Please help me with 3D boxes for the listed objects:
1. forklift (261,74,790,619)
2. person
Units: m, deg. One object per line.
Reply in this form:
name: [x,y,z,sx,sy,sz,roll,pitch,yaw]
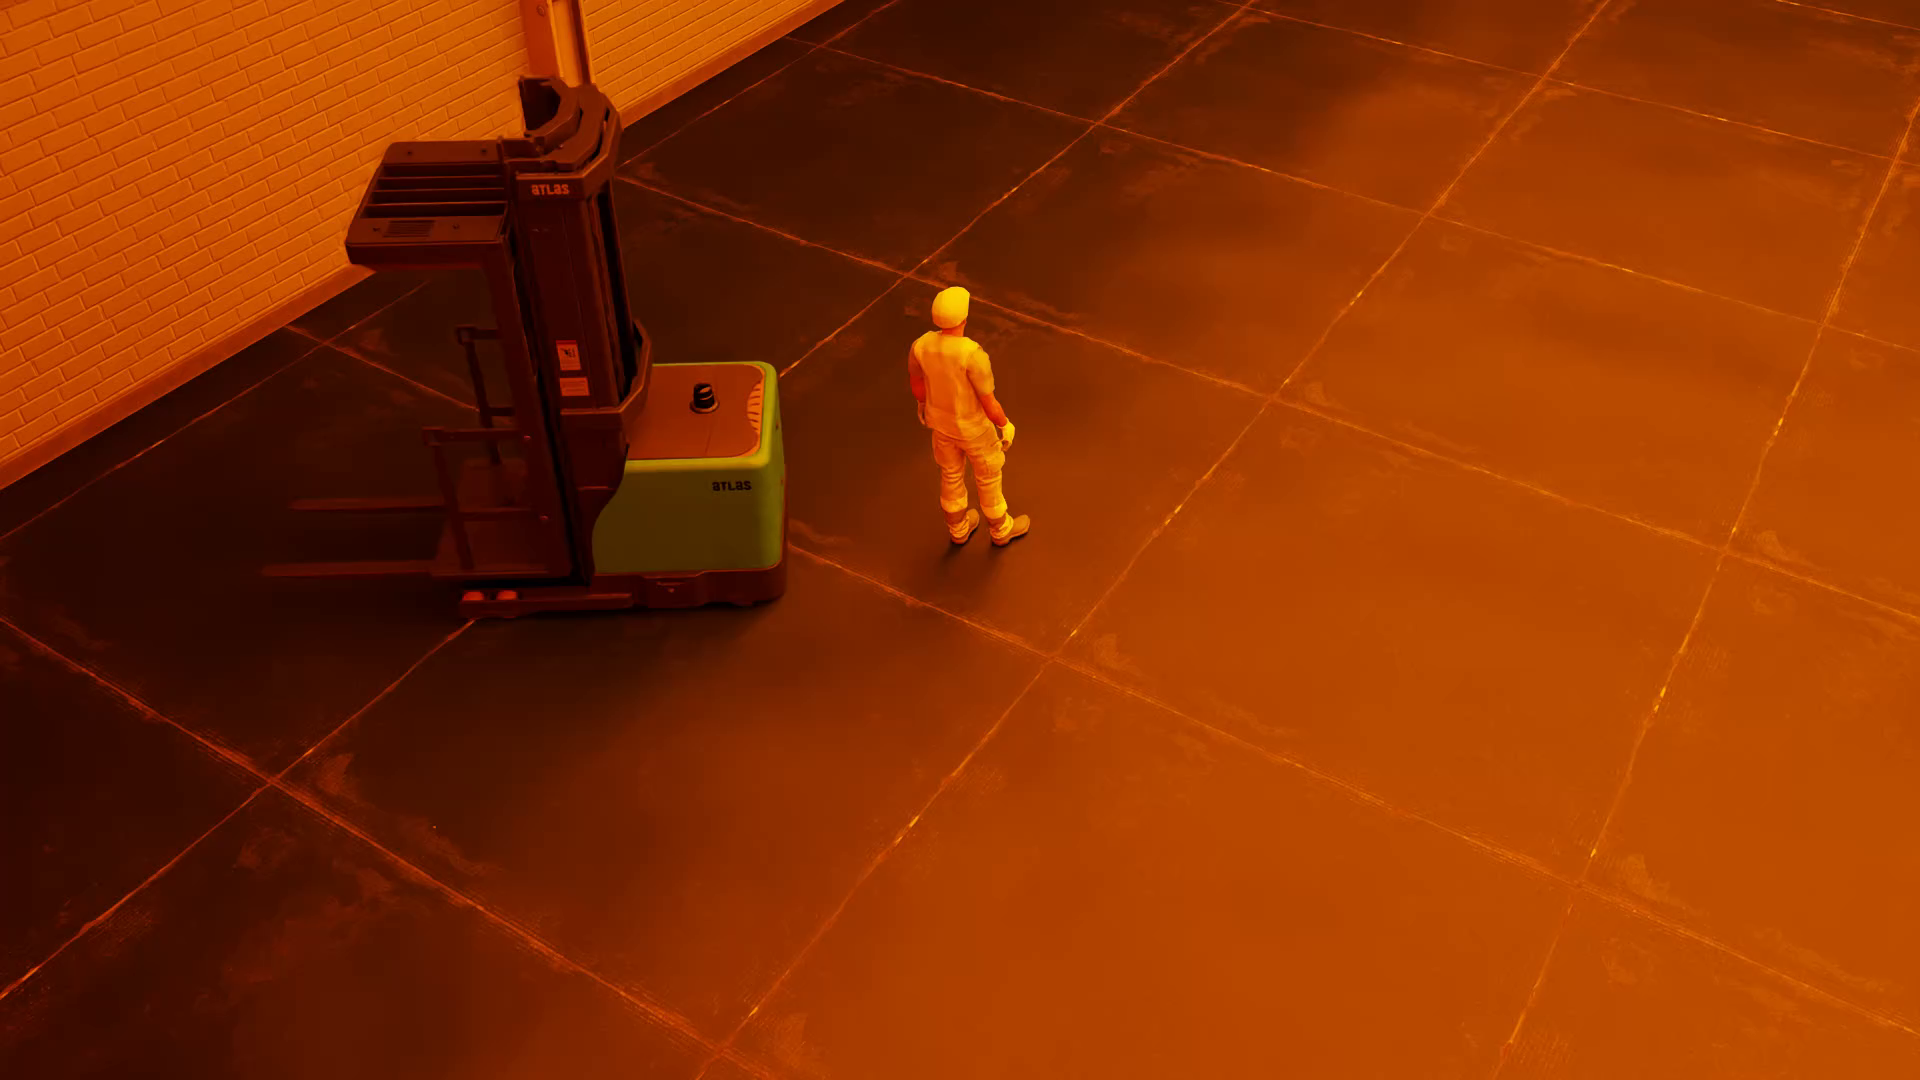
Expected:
forklift: [-2.563,-1.008,9.156,3.031,2.935,1.130,-2,40,-2]
person: [0.054,-0.728,9.697,0.638,1.788,0.563,22,45,24]
